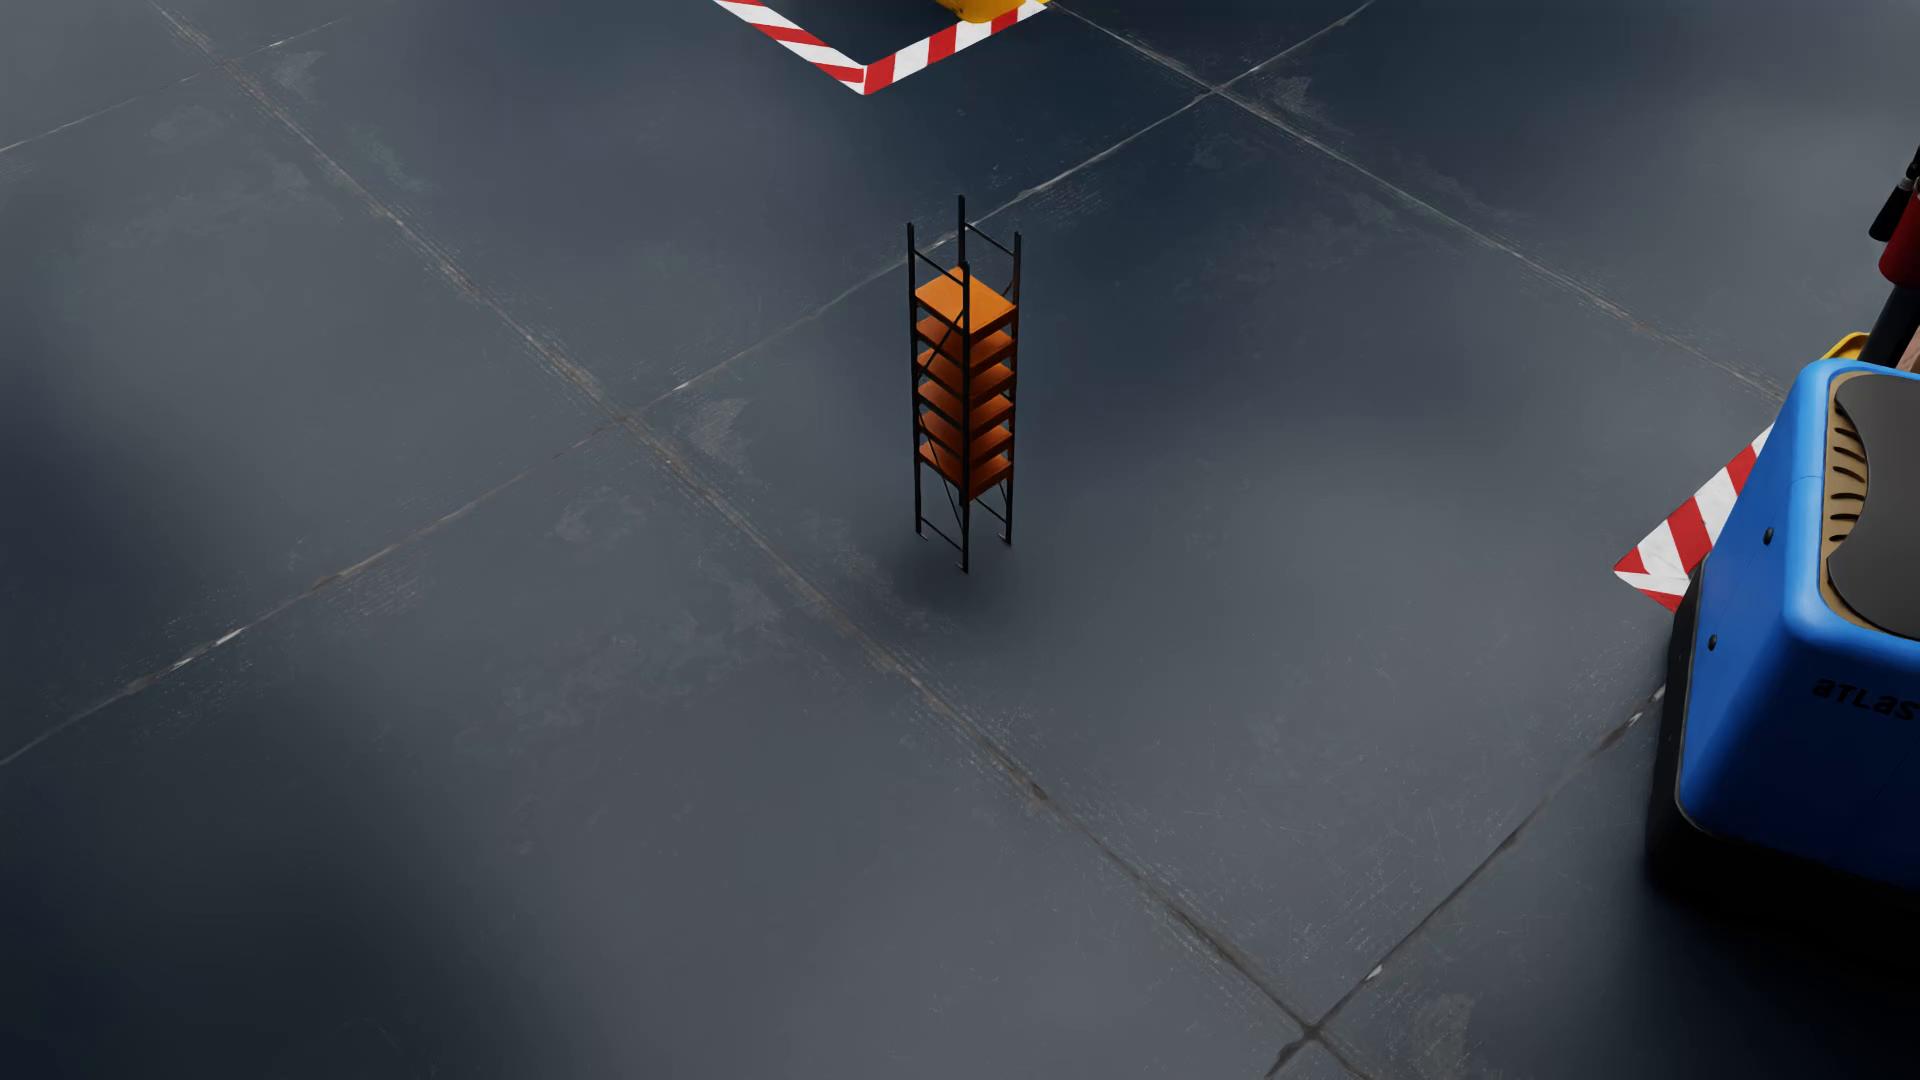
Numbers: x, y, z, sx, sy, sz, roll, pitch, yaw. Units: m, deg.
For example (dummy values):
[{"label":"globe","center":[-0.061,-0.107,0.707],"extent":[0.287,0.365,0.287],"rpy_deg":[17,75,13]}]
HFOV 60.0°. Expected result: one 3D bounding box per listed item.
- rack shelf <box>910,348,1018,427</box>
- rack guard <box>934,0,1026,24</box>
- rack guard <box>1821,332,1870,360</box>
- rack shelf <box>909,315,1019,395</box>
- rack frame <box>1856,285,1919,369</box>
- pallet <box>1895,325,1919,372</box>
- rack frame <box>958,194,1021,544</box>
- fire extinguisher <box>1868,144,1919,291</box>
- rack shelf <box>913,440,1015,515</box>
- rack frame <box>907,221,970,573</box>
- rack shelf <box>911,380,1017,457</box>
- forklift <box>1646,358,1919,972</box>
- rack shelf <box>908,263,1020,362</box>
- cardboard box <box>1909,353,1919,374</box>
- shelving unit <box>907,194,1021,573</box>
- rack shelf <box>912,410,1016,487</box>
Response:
[{"label":"rack shelf","center":[0.011,-0.465,4.760],"extent":[0.180,0.103,0.258],"rpy_deg":[-34,56,-27]},{"label":"rack guard","center":[-0.194,-2.835,7.526],"extent":[0.348,0.500,1.175],"rpy_deg":[-34,56,-27]},{"label":"rack guard","center":[3.068,-0.094,4.997],"extent":[0.348,0.500,1.175],"rpy_deg":[-34,56,-27]},{"label":"rack shelf","center":[0.011,-0.547,4.672],"extent":[0.180,0.103,0.258],"rpy_deg":[-34,56,-27]},{"label":"rack frame","center":[3.085,-0.954,4.089],"extent":[0.127,3.000,1.000],"rpy_deg":[-34,56,-27]},{"label":"pallet","center":[3.624,-0.446,5.518],"extent":[1.213,0.211,1.003],"rpy_deg":[-34,56,-27]},{"label":"rack frame","center":[0.078,-0.459,4.857],"extent":[0.006,1.200,0.240],"rpy_deg":[-34,56,-27]},{"label":"fire extinguisher","center":[2.663,-0.977,4.417],"extent":[0.183,0.674,0.296],"rpy_deg":[-34,56,-27]},{"label":"rack shelf","center":[0.011,-0.221,5.025],"extent":[0.180,0.103,0.258],"rpy_deg":[-34,56,-27]},{"label":"rack frame","center":[-0.057,-0.369,4.774],"extent":[0.006,1.200,0.240],"rpy_deg":[-34,56,-27]},{"label":"rack shelf","center":[0.011,-0.384,4.848],"extent":[0.180,0.103,0.258],"rpy_deg":[-34,56,-27]},{"label":"forklift","center":[3.383,-0.026,3.280],"extent":[3.031,2.935,1.130],"rpy_deg":[16,49,14]},{"label":"rack shelf","center":[0.011,-0.628,4.584],"extent":[0.180,0.103,0.258],"rpy_deg":[-34,56,-27]},{"label":"cardboard box","center":[3.536,-0.649,5.223],"extent":[0.500,0.500,0.700],"rpy_deg":[-34,56,-27]},{"label":"shelving unit","center":[0.011,-0.414,4.816],"extent":[0.189,1.200,0.258],"rpy_deg":[-34,56,-27]},{"label":"rack shelf","center":[0.011,-0.303,4.936],"extent":[0.180,0.103,0.258],"rpy_deg":[-34,56,-27]}]
